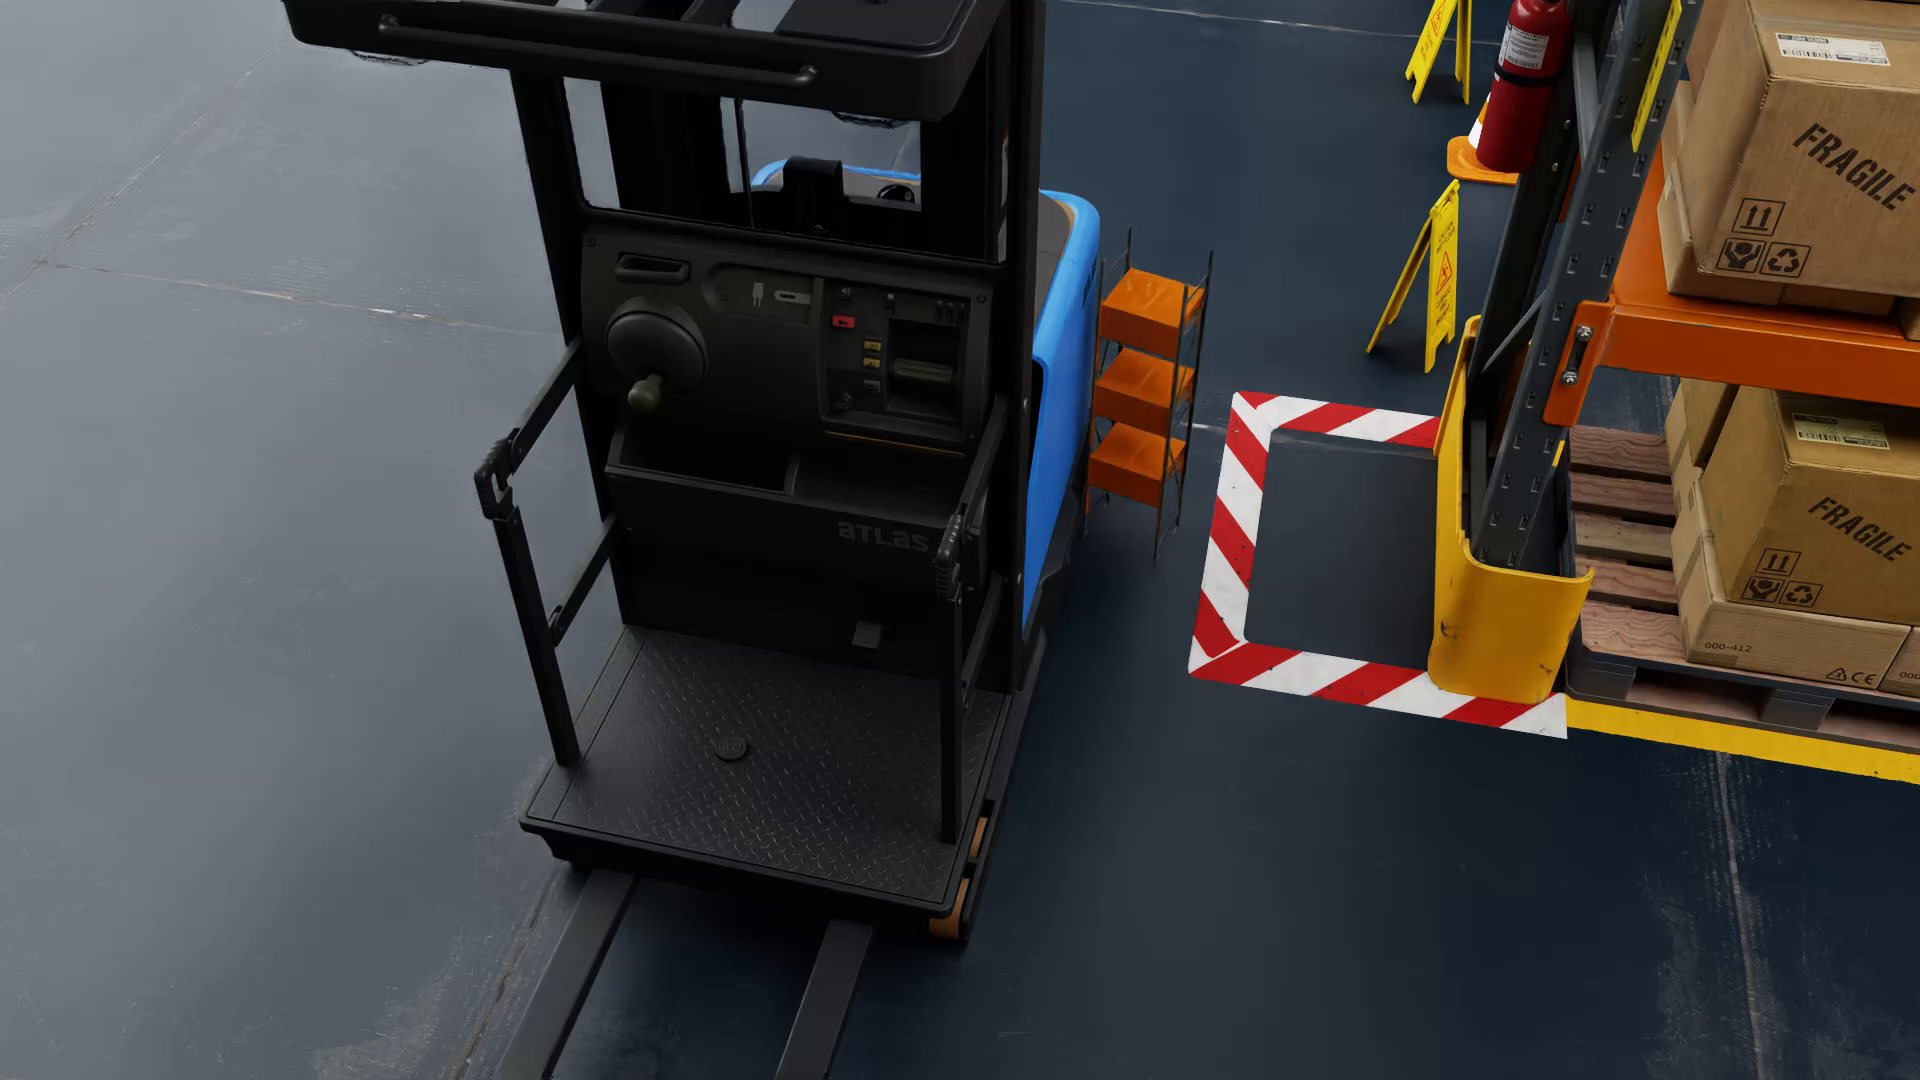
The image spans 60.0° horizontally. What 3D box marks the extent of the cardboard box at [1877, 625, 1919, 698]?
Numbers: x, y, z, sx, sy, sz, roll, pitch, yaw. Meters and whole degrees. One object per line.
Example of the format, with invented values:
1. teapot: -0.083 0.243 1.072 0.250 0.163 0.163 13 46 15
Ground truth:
1. cardboard box: 2.796 0.198 4.561 0.500 0.250 0.500 10 45 11

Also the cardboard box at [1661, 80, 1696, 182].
1. cardboard box: 1.984 -1.030 4.339 0.250 0.149 0.380 10 45 10

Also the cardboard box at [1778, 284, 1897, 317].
1. cardboard box: 2.108 -0.722 4.018 0.250 0.149 0.380 9 45 10

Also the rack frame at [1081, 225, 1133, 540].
1. rack frame: 0.434 -0.442 4.952 0.008 1.050 0.200 20 48 20

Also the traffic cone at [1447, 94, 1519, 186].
1. traffic cone: 2.184 -1.729 6.713 0.334 0.463 0.336 9 45 9

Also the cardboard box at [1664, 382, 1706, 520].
1. cardboard box: 2.444 -0.249 5.026 0.500 0.250 0.500 9 45 9

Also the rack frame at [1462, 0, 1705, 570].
1. rack frame: 1.573 -1.033 4.160 0.127 3.000 1.000 9 45 9

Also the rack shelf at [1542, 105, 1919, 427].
1. rack shelf: 3.524 -0.471 4.095 4.000 0.370 1.077 9 45 9

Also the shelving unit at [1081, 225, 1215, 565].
1. shelving unit: 0.542 -0.402 4.910 0.252 1.050 0.215 20 48 20

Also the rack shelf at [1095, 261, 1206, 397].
1. rack shelf: 0.542 -0.599 4.721 0.240 0.259 0.215 20 48 20

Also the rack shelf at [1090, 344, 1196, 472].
1. rack shelf: 0.542 -0.394 4.918 0.240 0.259 0.215 20 48 20

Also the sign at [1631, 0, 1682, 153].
1. sign: 1.454 -0.977 3.478 0.005 0.325 0.100 9 45 9

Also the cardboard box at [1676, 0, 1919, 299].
1. cardboard box: 1.974 -0.917 3.753 0.500 0.500 0.500 8 45 8

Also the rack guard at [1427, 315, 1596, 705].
1. rack guard: 1.647 -0.121 5.015 0.348 0.500 1.175 9 45 9

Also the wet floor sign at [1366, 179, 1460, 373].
1. wet floor sign: 1.621 -0.937 5.759 0.232 0.644 0.267 24 49 23

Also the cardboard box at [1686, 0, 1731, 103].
1. cardboard box: 2.162 -1.280 4.130 0.500 0.500 0.500 8 44 8

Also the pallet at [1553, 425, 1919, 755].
1. pallet: 2.432 0.130 4.962 1.213 0.211 1.003 9 45 9

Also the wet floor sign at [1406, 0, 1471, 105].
1. wet floor sign: 2.094 -2.214 7.085 0.232 0.644 0.267 2 44 2

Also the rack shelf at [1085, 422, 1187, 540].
1. rack shelf: 0.542 -0.194 5.110 0.240 0.259 0.215 20 48 20

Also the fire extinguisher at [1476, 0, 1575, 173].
1. fire extinguisher: 1.561 -1.334 4.529 0.183 0.674 0.296 9 45 9

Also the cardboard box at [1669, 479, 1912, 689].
1. cardboard box: 2.299 0.116 4.646 0.500 0.250 0.500 8 45 9

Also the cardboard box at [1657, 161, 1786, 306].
1. cardboard box: 1.859 -0.751 4.048 0.250 0.149 0.380 9 45 9

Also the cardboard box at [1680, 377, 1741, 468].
1. cardboard box: 2.411 -0.519 4.765 0.500 0.500 0.500 9 45 9

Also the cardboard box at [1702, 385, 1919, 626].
1. cardboard box: 2.323 -0.151 4.383 0.500 0.500 0.500 7 44 8

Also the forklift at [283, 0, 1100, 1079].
1. forklift: -0.438 -0.348 3.498 1.130 2.935 3.031 10 45 10

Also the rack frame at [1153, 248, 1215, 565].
1. rack frame: 0.649 -0.362 4.869 0.008 1.050 0.200 20 48 20

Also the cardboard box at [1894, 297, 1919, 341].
1. cardboard box: 2.349 -0.627 3.920 0.250 0.149 0.380 8 44 8
